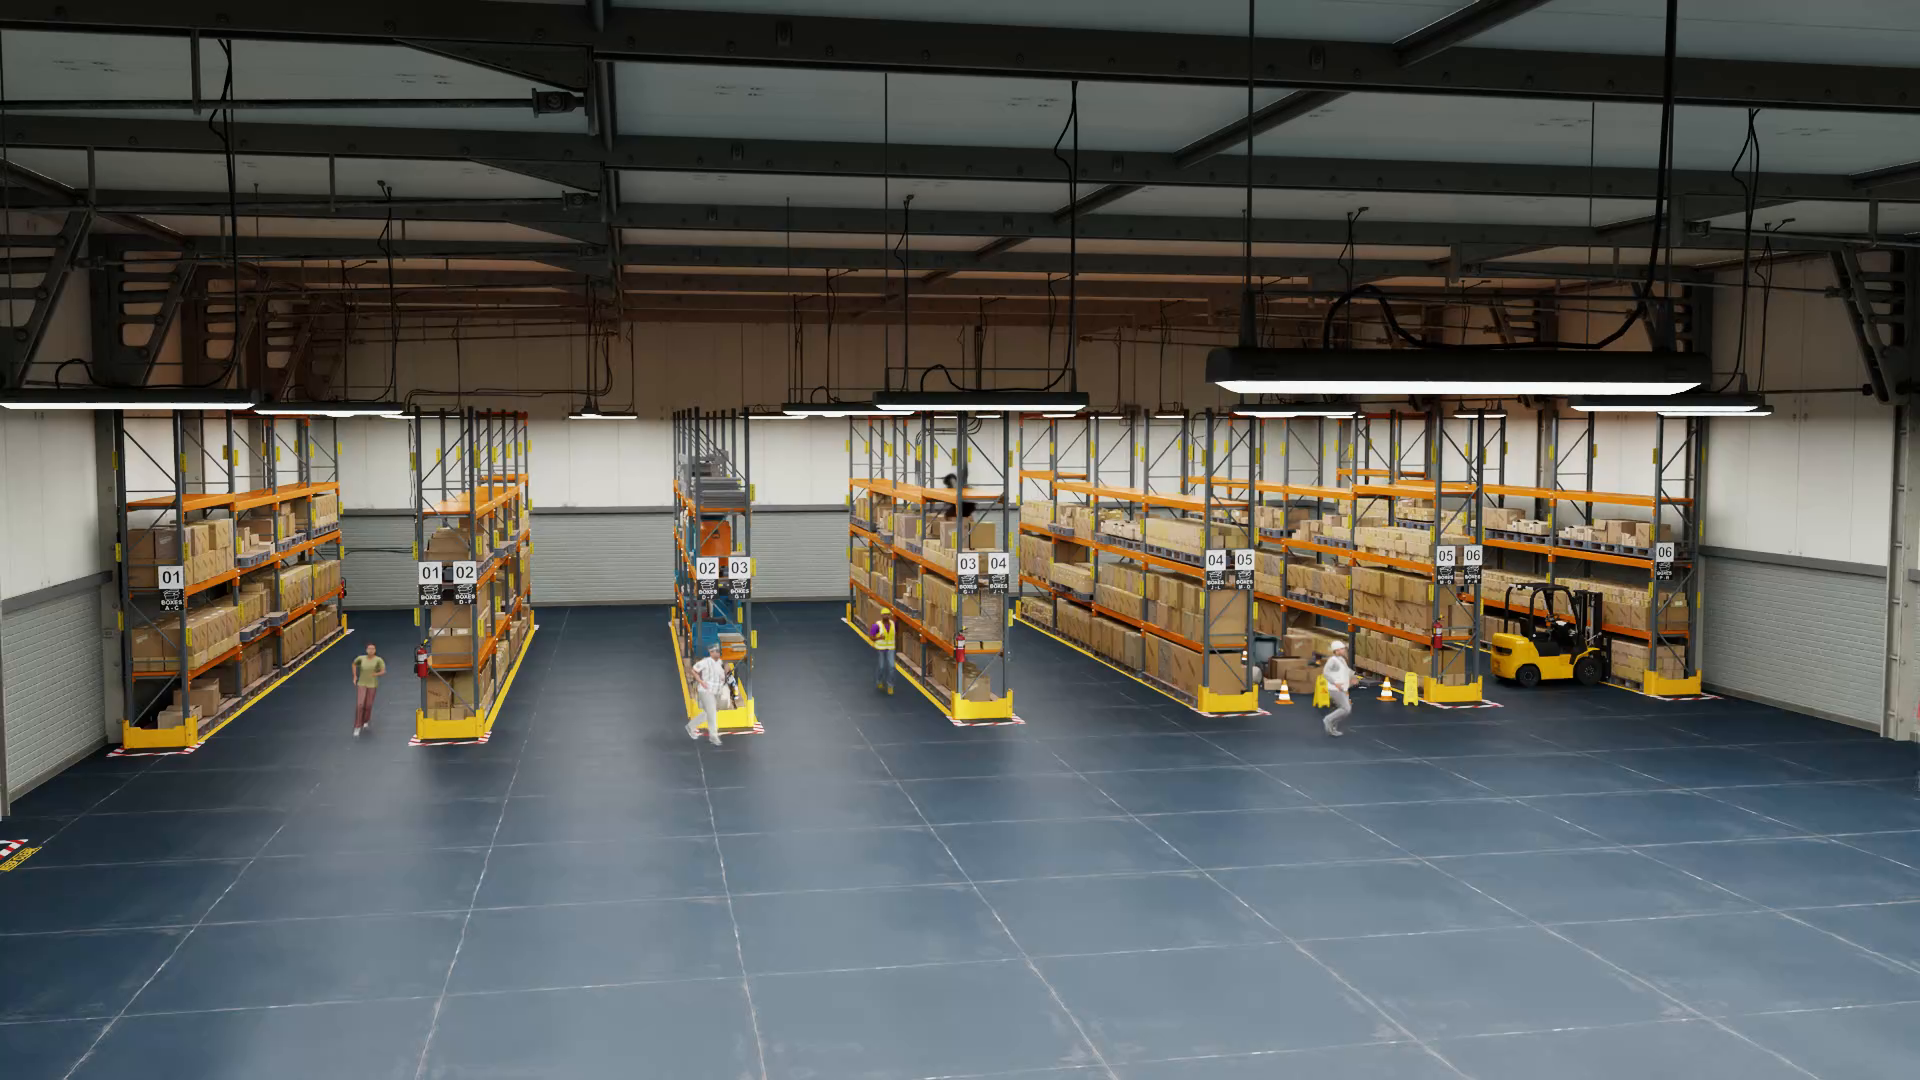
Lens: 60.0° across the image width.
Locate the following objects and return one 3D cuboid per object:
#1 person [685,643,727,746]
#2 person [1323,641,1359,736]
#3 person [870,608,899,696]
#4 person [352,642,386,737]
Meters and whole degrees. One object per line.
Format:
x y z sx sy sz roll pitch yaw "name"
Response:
-4.468 2.740 29.813 0.905 1.801 0.682 2 5 29 "person"
6.922 2.702 30.236 0.567 1.727 0.637 2 5 31 "person"
-1.575 2.331 35.080 0.691 1.805 0.785 -1 4 -16 "person"
-10.898 2.721 30.672 0.599 1.694 0.826 -2 4 -21 "person"
